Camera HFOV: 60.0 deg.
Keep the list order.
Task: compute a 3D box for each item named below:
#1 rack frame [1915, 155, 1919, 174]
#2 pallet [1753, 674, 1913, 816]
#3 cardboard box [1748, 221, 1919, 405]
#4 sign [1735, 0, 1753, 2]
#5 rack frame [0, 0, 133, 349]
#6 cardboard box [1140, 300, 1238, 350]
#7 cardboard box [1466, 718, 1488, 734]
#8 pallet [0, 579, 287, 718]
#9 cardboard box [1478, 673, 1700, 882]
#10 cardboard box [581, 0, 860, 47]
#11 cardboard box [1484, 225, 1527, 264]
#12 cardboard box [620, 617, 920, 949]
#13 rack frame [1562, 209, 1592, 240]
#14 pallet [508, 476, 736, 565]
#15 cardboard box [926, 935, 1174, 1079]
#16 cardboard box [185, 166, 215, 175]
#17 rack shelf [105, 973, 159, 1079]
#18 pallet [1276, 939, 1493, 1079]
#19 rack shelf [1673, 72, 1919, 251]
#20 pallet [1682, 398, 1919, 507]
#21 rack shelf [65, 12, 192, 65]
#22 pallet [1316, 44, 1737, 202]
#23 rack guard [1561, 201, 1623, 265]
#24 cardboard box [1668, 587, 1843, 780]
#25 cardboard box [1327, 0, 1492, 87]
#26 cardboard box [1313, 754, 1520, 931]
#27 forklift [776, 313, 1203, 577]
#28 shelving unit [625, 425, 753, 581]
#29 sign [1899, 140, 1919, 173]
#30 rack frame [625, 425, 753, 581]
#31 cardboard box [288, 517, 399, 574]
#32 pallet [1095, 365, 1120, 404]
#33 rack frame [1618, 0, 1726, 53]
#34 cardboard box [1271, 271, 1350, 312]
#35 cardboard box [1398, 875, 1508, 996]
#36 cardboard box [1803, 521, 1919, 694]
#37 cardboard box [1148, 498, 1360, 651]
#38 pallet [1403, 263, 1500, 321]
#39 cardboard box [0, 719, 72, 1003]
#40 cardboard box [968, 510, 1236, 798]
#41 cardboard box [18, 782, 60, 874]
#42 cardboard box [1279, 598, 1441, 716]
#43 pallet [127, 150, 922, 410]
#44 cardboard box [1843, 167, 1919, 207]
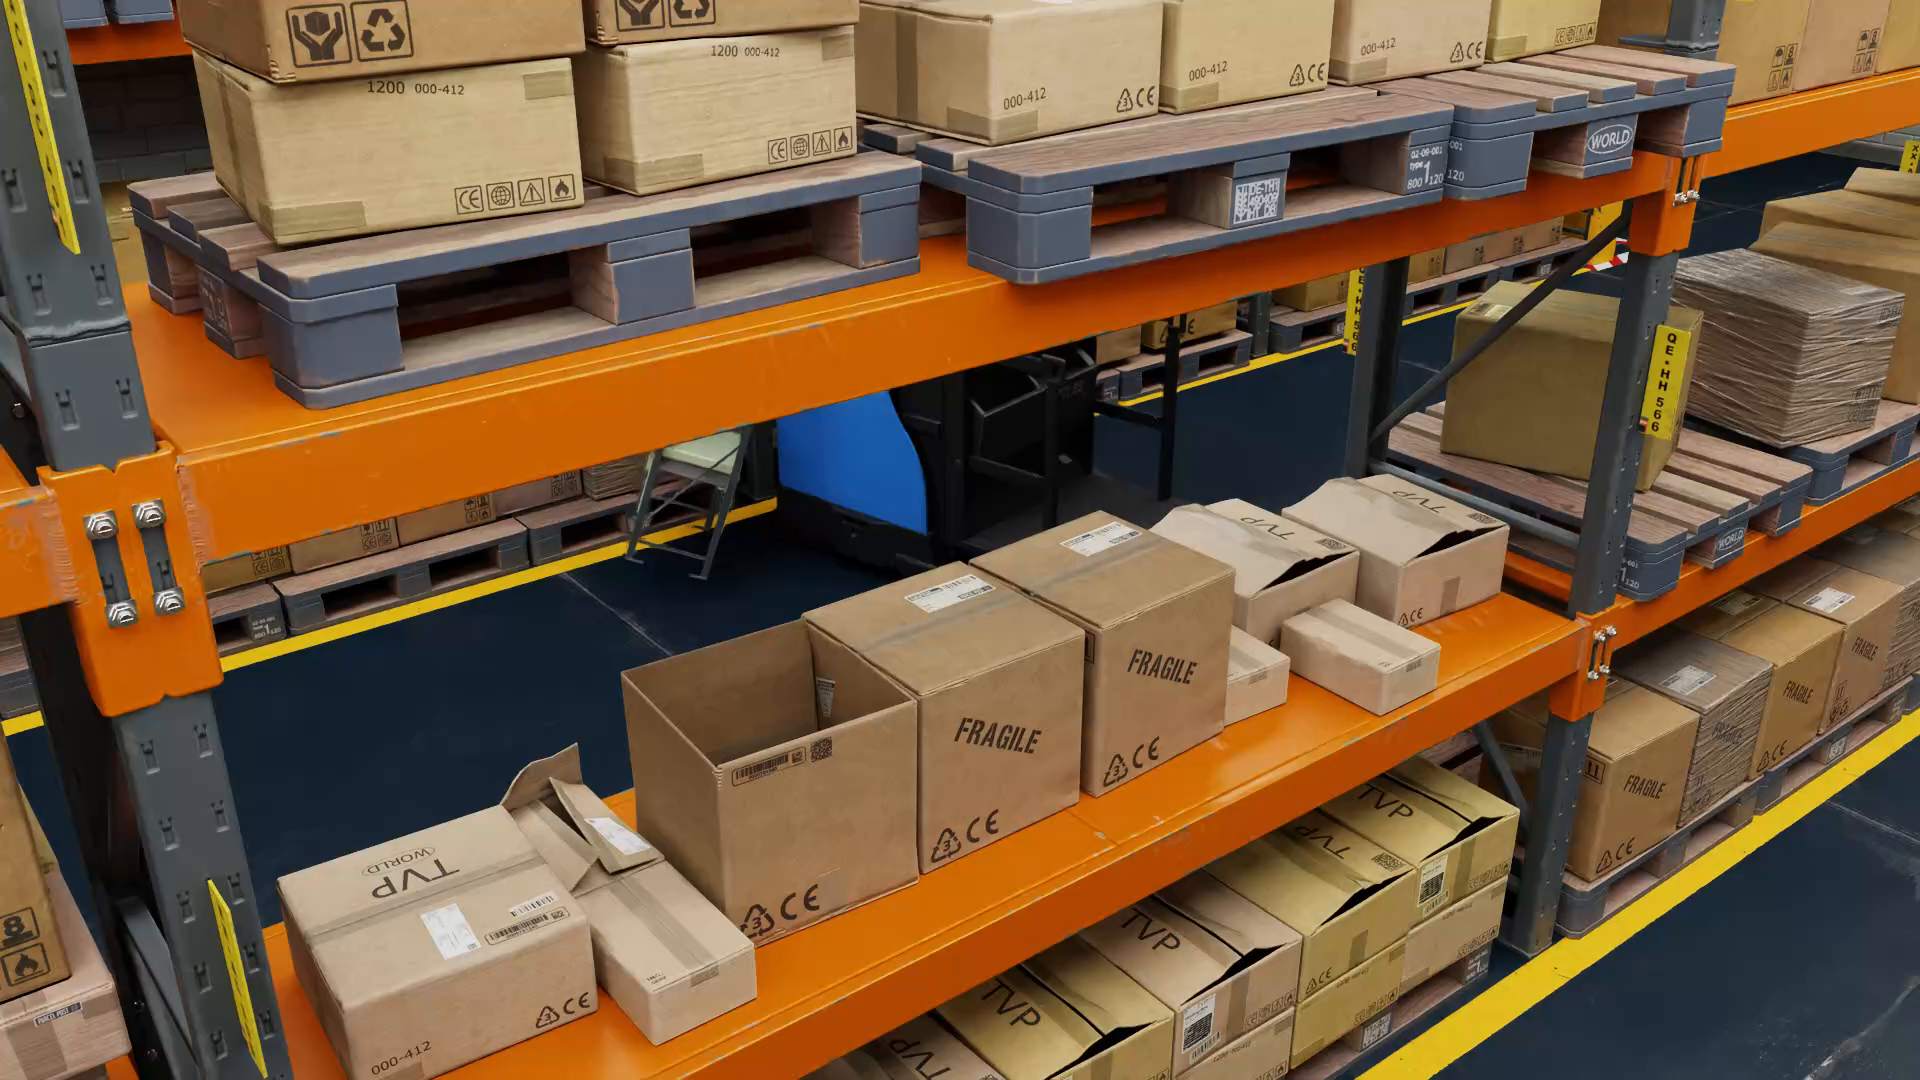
[{"bbox_3d":[4.828,-1.148,7.660,0.127,3.000,1.000,-18,31,-34],"label":"rack frame"},{"bbox_3d":[3.250,0.660,7.078,1.213,0.211,1.003,-18,31,-34],"label":"pallet"},{"bbox_3d":[3.476,-0.904,6.518,0.700,0.500,0.500,18,30,33],"label":"cardboard box"},{"bbox_3d":[2.016,-1.554,4.263,0.005,0.325,0.100,-18,31,-34],"label":"sign"},{"bbox_3d":[-1.468,-1.791,1.919,0.127,3.000,1.000,-18,31,-34],"label":"rack frame"},{"bbox_3d":[1.337,-1.791,11.101,0.750,0.750,0.750,-18,30,-33],"label":"cardboard box"},{"bbox_3d":[2.271,0.505,6.546,0.500,0.500,0.500,-17,30,-32],"label":"cardboard box"},{"bbox_3d":[-3.915,0.352,7.740,1.213,0.211,1.003,-18,31,-34],"label":"pallet"},{"bbox_3d":[2.215,0.802,5.905,0.500,0.500,0.500,-17,30,-32],"label":"cardboard box"},{"bbox_3d":[-0.524,-1.196,2.988,0.500,0.500,0.500,-15,29,-29],"label":"cardboard box"},{"bbox_3d":[4.033,-2.539,13.127,0.500,0.500,0.700,-18,31,-34],"label":"cardboard box"},{"bbox_3d":[-0.439,0.554,3.874,0.500,0.500,0.500,-16,29,-30],"label":"cardboard box"},{"bbox_3d":[4.916,-3.827,13.433,0.127,3.000,1.000,-18,31,-34],"label":"rack frame"},{"bbox_3d":[-1.995,-0.281,9.106,1.213,0.211,1.003,-18,31,-34],"label":"pallet"},{"bbox_3d":[0.220,1.308,4.469,0.500,0.311,0.500,-17,30,-33],"label":"cardboard box"},{"bbox_3d":[-3.163,-1.400,7.561,0.500,0.500,0.700,-14,28,-27],"label":"cardboard box"},{"bbox_3d":[-3.041,1.776,2.214,4.000,0.370,1.077,-18,31,-34],"label":"rack shelf"},{"bbox_3d":[1.008,1.357,5.575,1.213,0.211,1.003,-18,31,-34],"label":"pallet"},{"bbox_3d":[3.254,-1.663,6.061,4.000,0.370,1.077,-18,31,-34],"label":"rack shelf"},{"bbox_3d":[3.208,-0.528,6.553,1.213,0.211,1.003,-18,31,-34],"label":"pallet"},{"bbox_3d":[-2.953,-2.264,7.355,4.000,0.370,1.077,-18,31,-34],"label":"rack shelf"},{"bbox_3d":[1.201,-1.178,4.386,1.003,0.211,1.213,-17,30,-32],"label":"pallet"},{"bbox_3d":[4.935,-2.699,13.972,0.348,0.500,1.175,-18,31,-34],"label":"rack guard"},{"bbox_3d":[3.021,0.536,6.480,0.500,0.500,0.500,-19,31,-35],"label":"cardboard box"},{"bbox_3d":[0.957,-1.313,4.132,0.500,0.250,0.500,-17,30,-33],"label":"cardboard box"},{"bbox_3d":[1.420,0.911,5.325,0.500,0.311,0.500,-17,30,-33],"label":"cardboard box"},{"bbox_3d":[0.509,-1.093,7.699,3.031,2.867,1.129,19,31,34],"label":"forklift"},{"bbox_3d":[-1.217,-0.660,8.097,0.431,1.500,0.755,15,16,-12],"label":"shelving unit"},{"bbox_3d":[4.487,-1.718,7.861,0.005,0.325,0.100,-18,31,-34],"label":"sign"},{"bbox_3d":[-1.172,-0.540,7.754,0.400,1.500,0.023,15,16,-12],"label":"rack frame"},{"bbox_3d":[-3.156,-0.242,8.155,0.500,0.500,0.700,-18,30,-33],"label":"cardboard box"},{"bbox_3d":[0.247,-0.979,10.608,1.213,0.211,1.003,-18,31,-34],"label":"pallet"},{"bbox_3d":[1.680,-2.830,4.158,0.127,3.000,1.000,-18,31,-34],"label":"rack frame"},{"bbox_3d":[2.420,-2.005,11.977,0.500,0.500,0.700,-18,30,-33],"label":"cardboard box"},{"bbox_3d":[1.417,1.165,5.443,0.500,0.250,0.500,-17,30,-33],"label":"cardboard box"},{"bbox_3d":[3.827,0.265,7.062,0.500,0.500,0.500,-18,30,-33],"label":"cardboard box"},{"bbox_3d":[0.857,0.100,5.077,0.500,0.311,0.500,-19,31,-35],"label":"cardboard box"},{"bbox_3d":[3.376,-2.013,12.837,1.213,0.211,1.003,-18,31,-34],"label":"pallet"},{"bbox_3d":[-1.813,0.414,2.635,0.500,0.500,0.700,-18,30,-34],"label":"cardboard box"},{"bbox_3d":[0.370,0.287,4.449,0.500,0.500,0.500,-20,32,-37],"label":"cardboard box"},{"bbox_3d":[-1.799,0.596,3.012,0.250,0.149,0.380,-18,31,-34],"label":"cardboard box"},{"bbox_3d":[1.143,0.330,4.773,0.250,0.149,0.380,-18,31,-34],"label":"cardboard box"},{"bbox_3d":[-0.781,-0.577,3.094,1.217,0.209,0.805,-20,31,-36],"label":"pallet"},{"bbox_3d":[4.317,-1.335,7.445,0.700,0.500,0.500,15,29,29],"label":"cardboard box"}]
